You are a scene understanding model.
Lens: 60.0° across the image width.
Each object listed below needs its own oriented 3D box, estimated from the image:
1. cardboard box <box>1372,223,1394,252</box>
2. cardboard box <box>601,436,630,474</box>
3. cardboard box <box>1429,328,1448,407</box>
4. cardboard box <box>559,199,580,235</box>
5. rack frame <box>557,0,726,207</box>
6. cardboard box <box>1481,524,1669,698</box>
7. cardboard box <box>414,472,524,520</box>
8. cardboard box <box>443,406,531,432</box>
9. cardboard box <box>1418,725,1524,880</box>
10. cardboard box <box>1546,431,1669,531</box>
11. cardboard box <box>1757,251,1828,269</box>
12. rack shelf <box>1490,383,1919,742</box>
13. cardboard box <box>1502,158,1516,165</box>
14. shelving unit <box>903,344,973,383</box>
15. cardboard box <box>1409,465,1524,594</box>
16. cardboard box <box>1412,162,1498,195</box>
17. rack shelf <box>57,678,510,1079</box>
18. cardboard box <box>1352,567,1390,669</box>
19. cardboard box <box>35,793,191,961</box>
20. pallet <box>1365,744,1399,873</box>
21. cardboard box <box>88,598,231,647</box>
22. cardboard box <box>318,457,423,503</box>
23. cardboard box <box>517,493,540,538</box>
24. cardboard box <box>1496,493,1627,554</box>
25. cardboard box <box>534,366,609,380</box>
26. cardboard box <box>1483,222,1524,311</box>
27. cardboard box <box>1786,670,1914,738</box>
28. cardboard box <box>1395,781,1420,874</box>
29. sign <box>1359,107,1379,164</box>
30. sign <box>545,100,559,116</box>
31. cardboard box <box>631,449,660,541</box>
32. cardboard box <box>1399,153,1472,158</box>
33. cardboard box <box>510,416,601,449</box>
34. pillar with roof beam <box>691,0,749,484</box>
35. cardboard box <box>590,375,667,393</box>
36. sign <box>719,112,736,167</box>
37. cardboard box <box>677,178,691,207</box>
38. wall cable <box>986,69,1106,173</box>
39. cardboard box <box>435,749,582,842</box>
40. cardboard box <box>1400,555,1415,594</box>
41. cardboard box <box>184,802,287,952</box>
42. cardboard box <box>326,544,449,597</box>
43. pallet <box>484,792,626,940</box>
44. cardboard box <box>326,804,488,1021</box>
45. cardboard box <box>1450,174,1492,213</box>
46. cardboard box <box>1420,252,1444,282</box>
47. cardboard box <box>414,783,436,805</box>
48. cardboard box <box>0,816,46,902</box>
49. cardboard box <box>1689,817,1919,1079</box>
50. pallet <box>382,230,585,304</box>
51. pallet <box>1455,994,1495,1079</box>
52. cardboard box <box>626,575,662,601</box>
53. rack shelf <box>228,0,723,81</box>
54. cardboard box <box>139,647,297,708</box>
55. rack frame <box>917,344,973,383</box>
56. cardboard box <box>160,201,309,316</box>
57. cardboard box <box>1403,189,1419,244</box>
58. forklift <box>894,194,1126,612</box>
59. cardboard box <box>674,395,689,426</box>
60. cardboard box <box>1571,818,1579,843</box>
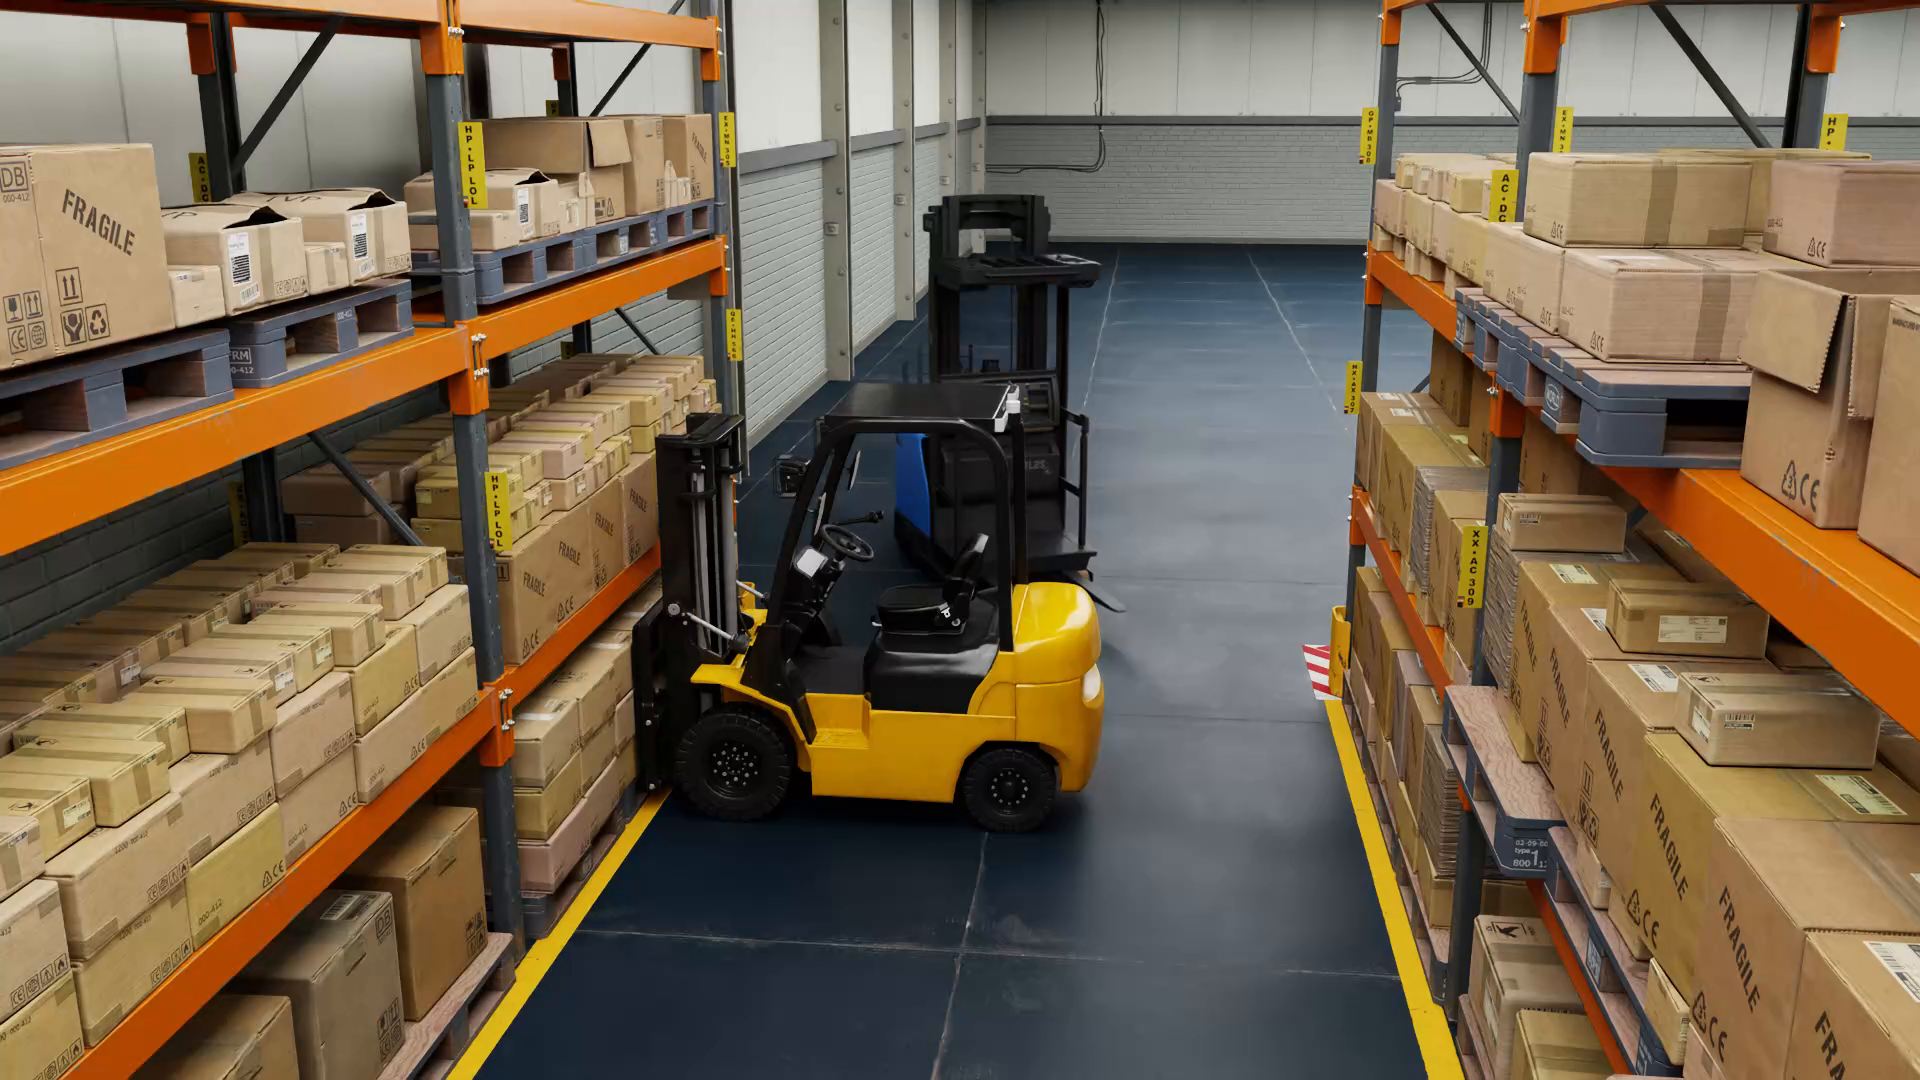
[{"bbox_3d":[2.599,-1.752,9.629,0.380,0.149,0.250,2,15,6],"label":"cardboard box"},{"bbox_3d":[-1.933,-0.446,8.631,0.380,0.149,0.250,1,15,5],"label":"cardboard box"},{"bbox_3d":[3.118,-1.037,9.574,0.700,0.500,0.500,1,15,5],"label":"cardboard box"},{"bbox_3d":[-1.986,-1.494,7.679,0.380,0.149,0.250,2,15,8],"label":"cardboard box"},{"bbox_3d":[-1.974,-3.543,10.024,1.000,3.000,0.127,2,15,6],"label":"rack frame"},{"bbox_3d":[2.170,0.254,5.909,0.500,0.500,0.500,2,15,8],"label":"cardboard box"},{"bbox_3d":[-2.094,-0.188,7.108,0.380,0.149,0.250,2,15,7],"label":"cardboard box"},{"bbox_3d":[-2.453,-0.602,8.638,0.380,0.149,0.250,2,15,8],"label":"cardboard box"},{"bbox_3d":[2.308,1.137,7.237,0.500,0.500,0.500,1,15,5],"label":"cardboard box"},{"bbox_3d":[2.773,-0.246,6.650,0.700,0.500,0.500,2,15,6],"label":"cardboard box"},{"bbox_3d":[2.465,-0.623,4.457,0.500,0.250,0.500,2,15,7],"label":"cardboard box"},{"bbox_3d":[2.282,-0.046,4.218,1.077,0.370,4.000,2,15,6],"label":"rack shelf"},{"bbox_3d":[3.056,-1.920,8.723,0.380,0.149,0.250,2,15,7],"label":"cardboard box"},{"bbox_3d":[-0.183,-0.898,14.610,0.538,1.500,1.048,1,15,5],"label":"shelving unit"},{"bbox_3d":[2.416,-0.047,7.828,0.500,0.500,0.500,2,15,8],"label":"cardboard box"},{"bbox_3d":[2.468,-1.803,8.290,0.380,0.149,0.250,2,15,8],"label":"cardboard box"},{"bbox_3d":[-2.651,1.257,5.146,1.077,0.370,4.000,2,15,6],"label":"rack shelf"},{"bbox_3d":[2.591,0.468,9.710,0.500,0.500,0.500,1,15,4],"label":"cardboard box"},{"bbox_3d":[-2.449,0.886,4.468,0.500,0.250,0.500,1,15,5],"label":"cardboard box"},{"bbox_3d":[2.683,1.389,8.619,1.003,0.211,1.213,2,15,6],"label":"pallet"},{"bbox_3d":[-2.797,0.314,5.821,0.380,0.149,0.250,2,15,6],"label":"cardboard box"},{"bbox_3d":[-2.620,-0.270,7.410,0.380,0.149,0.250,1,15,5],"label":"cardboard box"},{"bbox_3d":[-2.100,-0.113,7.399,0.380,0.149,0.250,2,15,8],"label":"cardboard box"},{"bbox_3d":[2.103,-0.060,5.830,0.380,0.149,0.250,2,15,6],"label":"cardboard box"},{"bbox_3d":[-2.303,-0.935,9.870,0.380,0.149,0.250,2,15,7],"label":"cardboard box"},{"bbox_3d":[2.043,-0.903,5.490,0.500,0.250,0.500,1,15,5],"label":"cardboard box"},{"bbox_3d":[2.506,0.666,4.386,0.500,0.500,0.500,1,15,4],"label":"cardboard box"},{"bbox_3d":[2.357,1.361,7.846,0.500,0.250,0.500,1,15,5],"label":"cardboard box"},{"bbox_3d":[2.420,-2.387,9.824,0.100,0.325,0.005,2,15,6],"label":"sign"},{"bbox_3d":[-2.524,-2.573,10.358,0.100,0.325,0.005,2,15,6],"label":"sign"},{"bbox_3d":[-1.893,-0.293,9.306,0.500,0.500,0.500,1,15,5],"label":"cardboard box"},{"bbox_3d":[2.716,-2.127,9.489,0.380,0.149,0.250,2,15,6],"label":"cardboard box"},{"bbox_3d":[-2.028,-0.525,8.352,0.380,0.149,0.250,2,15,6],"label":"cardboard box"},{"bbox_3d":[2.007,-4.818,14.741,9.100,9.000,0.400,2,15,6],"label":"pillar with roof beam"},{"bbox_3d":[-1.906,-0.857,9.580,0.380,0.149,0.250,2,15,7],"label":"cardboard box"},{"bbox_3d":[-1.436,-2.464,10.238,0.100,0.325,0.005,2,15,6],"label":"sign"},{"bbox_3d":[-1.765,-2.001,9.553,0.380,0.149,0.250,1,15,5],"label":"cardboard box"},{"bbox_3d":[2.084,-10.396,41.317,3.097,2.526,0.112,2,15,6],"label":"wall cable"},{"bbox_3d":[-2.064,1.158,7.640,0.500,0.250,0.500,2,15,6],"label":"cardboard box"},{"bbox_3d":[2.404,0.168,8.276,0.380,0.149,0.250,2,15,7],"label":"cardboard box"},{"bbox_3d":[-2.410,0.994,5.027,0.500,0.250,0.500,2,15,8],"label":"cardboard box"},{"bbox_3d":[-2.243,0.124,6.521,0.380,0.149,0.250,2,15,8],"label":"cardboard box"},{"bbox_3d":[-2.294,1.532,8.093,1.003,0.211,1.213,2,15,6],"label":"pallet"},{"bbox_3d":[-2.473,1.470,6.724,0.875,0.625,0.625,2,15,9],"label":"cardboard box"},{"bbox_3d":[2.297,-1.470,7.059,0.380,0.149,0.250,2,15,8],"label":"cardboard box"},{"bbox_3d":[2.468,-1.347,8.132,0.380,0.149,0.250,1,15,5],"label":"cardboard box"},{"bbox_3d":[-2.574,1.142,7.699,0.500,0.250,0.500,1,15,5],"label":"cardboard box"},{"bbox_3d":[-2.498,0.788,4.068,0.380,0.149,0.250,2,15,7],"label":"cardboard box"},{"bbox_3d":[1.879,0.918,3.454,0.500,0.500,0.500,1,15,5],"label":"cardboard box"},{"bbox_3d":[-2.354,-1.237,7.412,1.003,0.211,1.213,2,15,6],"label":"pallet"},{"bbox_3d":[2.421,2.084,6.051,1.003,0.211,1.213,2,15,6],"label":"pallet"},{"bbox_3d":[-1.814,0.388,9.530,0.500,0.250,0.500,2,15,7],"label":"cardboard box"},{"bbox_3d":[-2.199,-2.484,8.252,1.077,0.370,4.000,2,15,6],"label":"rack shelf"},{"bbox_3d":[-2.358,0.457,5.292,0.380,0.149,0.250,2,15,7],"label":"cardboard box"},{"bbox_3d":[-0.134,-1.030,15.098,0.500,1.500,0.032,1,15,5],"label":"rack frame"},{"bbox_3d":[-2.351,-0.871,5.066,0.500,0.311,0.500,1,15,4],"label":"cardboard box"},{"bbox_3d":[2.537,-1.633,8.426,0.500,0.250,0.500,2,15,8],"label":"cardboard box"},{"bbox_3d":[0.375,-1.061,12.471,1.130,2.935,3.031,-5,16,-17],"label":"forklift"},{"bbox_3d":[-1.824,-0.777,9.856,0.380,0.149,0.250,2,15,7],"label":"cardboard box"},{"bbox_3d":[2.038,0.858,4.918,0.380,0.149,0.250,2,15,7],"label":"cardboard box"}]
